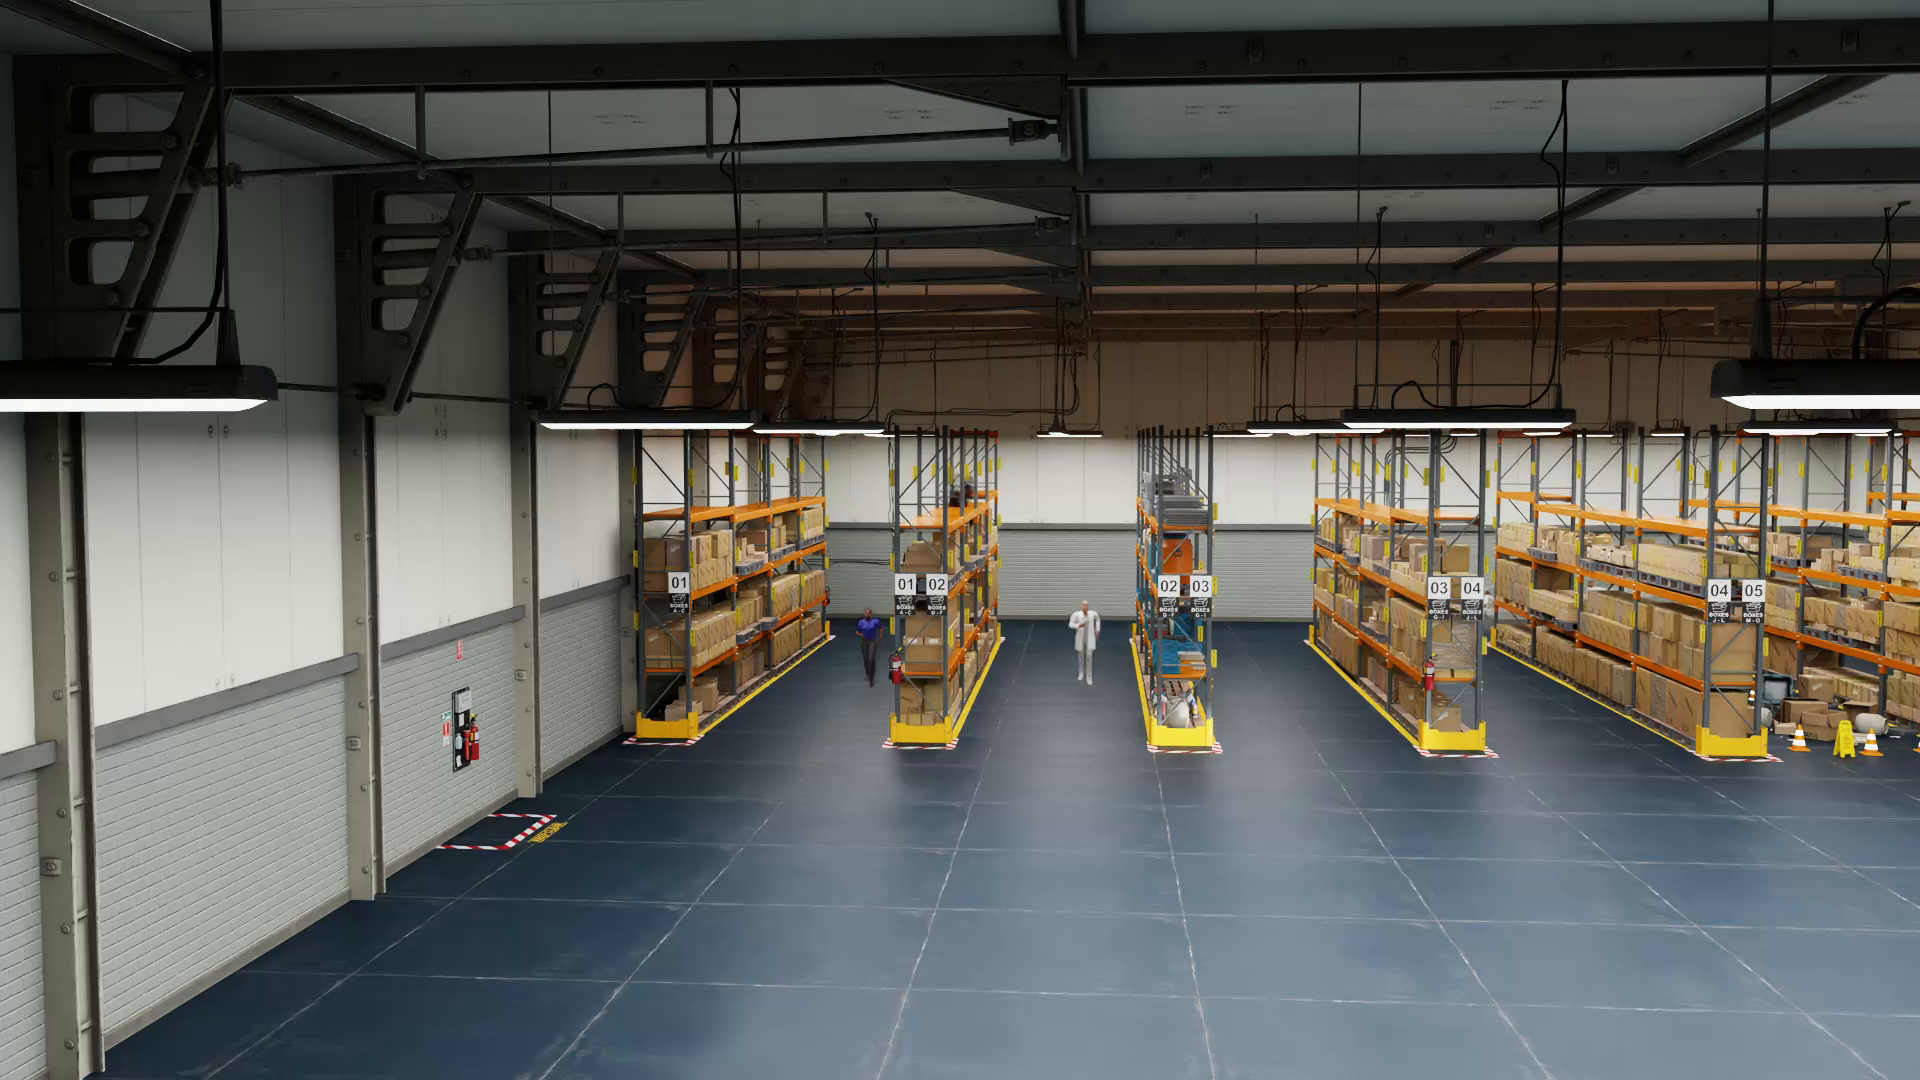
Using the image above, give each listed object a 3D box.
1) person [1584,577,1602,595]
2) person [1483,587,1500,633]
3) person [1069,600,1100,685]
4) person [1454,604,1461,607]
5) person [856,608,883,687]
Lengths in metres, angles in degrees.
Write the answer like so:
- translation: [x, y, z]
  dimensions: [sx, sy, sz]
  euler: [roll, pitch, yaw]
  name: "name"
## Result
- translation: [18.243, 1.965, 47.889]
  dimensions: [0.937, 1.799, 0.634]
  euler: [-1, 4, -16]
  name: "person"
- translation: [15.026, 2.097, 47.599]
  dimensions: [0.996, 1.516, 0.722]
  euler: [1, 4, 19]
  name: "person"
- translation: [2.803, 2.291, 37.451]
  dimensions: [0.705, 1.853, 0.852]
  euler: [0, 3, 2]
  name: "person"
- translation: [13.510, 2.209, 45.190]
  dimensions: [0.544, 1.583, 0.860]
  euler: [1, 3, 9]
  name: "person"
- translation: [-2.039, 2.403, 37.259]
  dimensions: [0.584, 1.766, 0.700]
  euler: [0, 3, 6]
  name: "person"
